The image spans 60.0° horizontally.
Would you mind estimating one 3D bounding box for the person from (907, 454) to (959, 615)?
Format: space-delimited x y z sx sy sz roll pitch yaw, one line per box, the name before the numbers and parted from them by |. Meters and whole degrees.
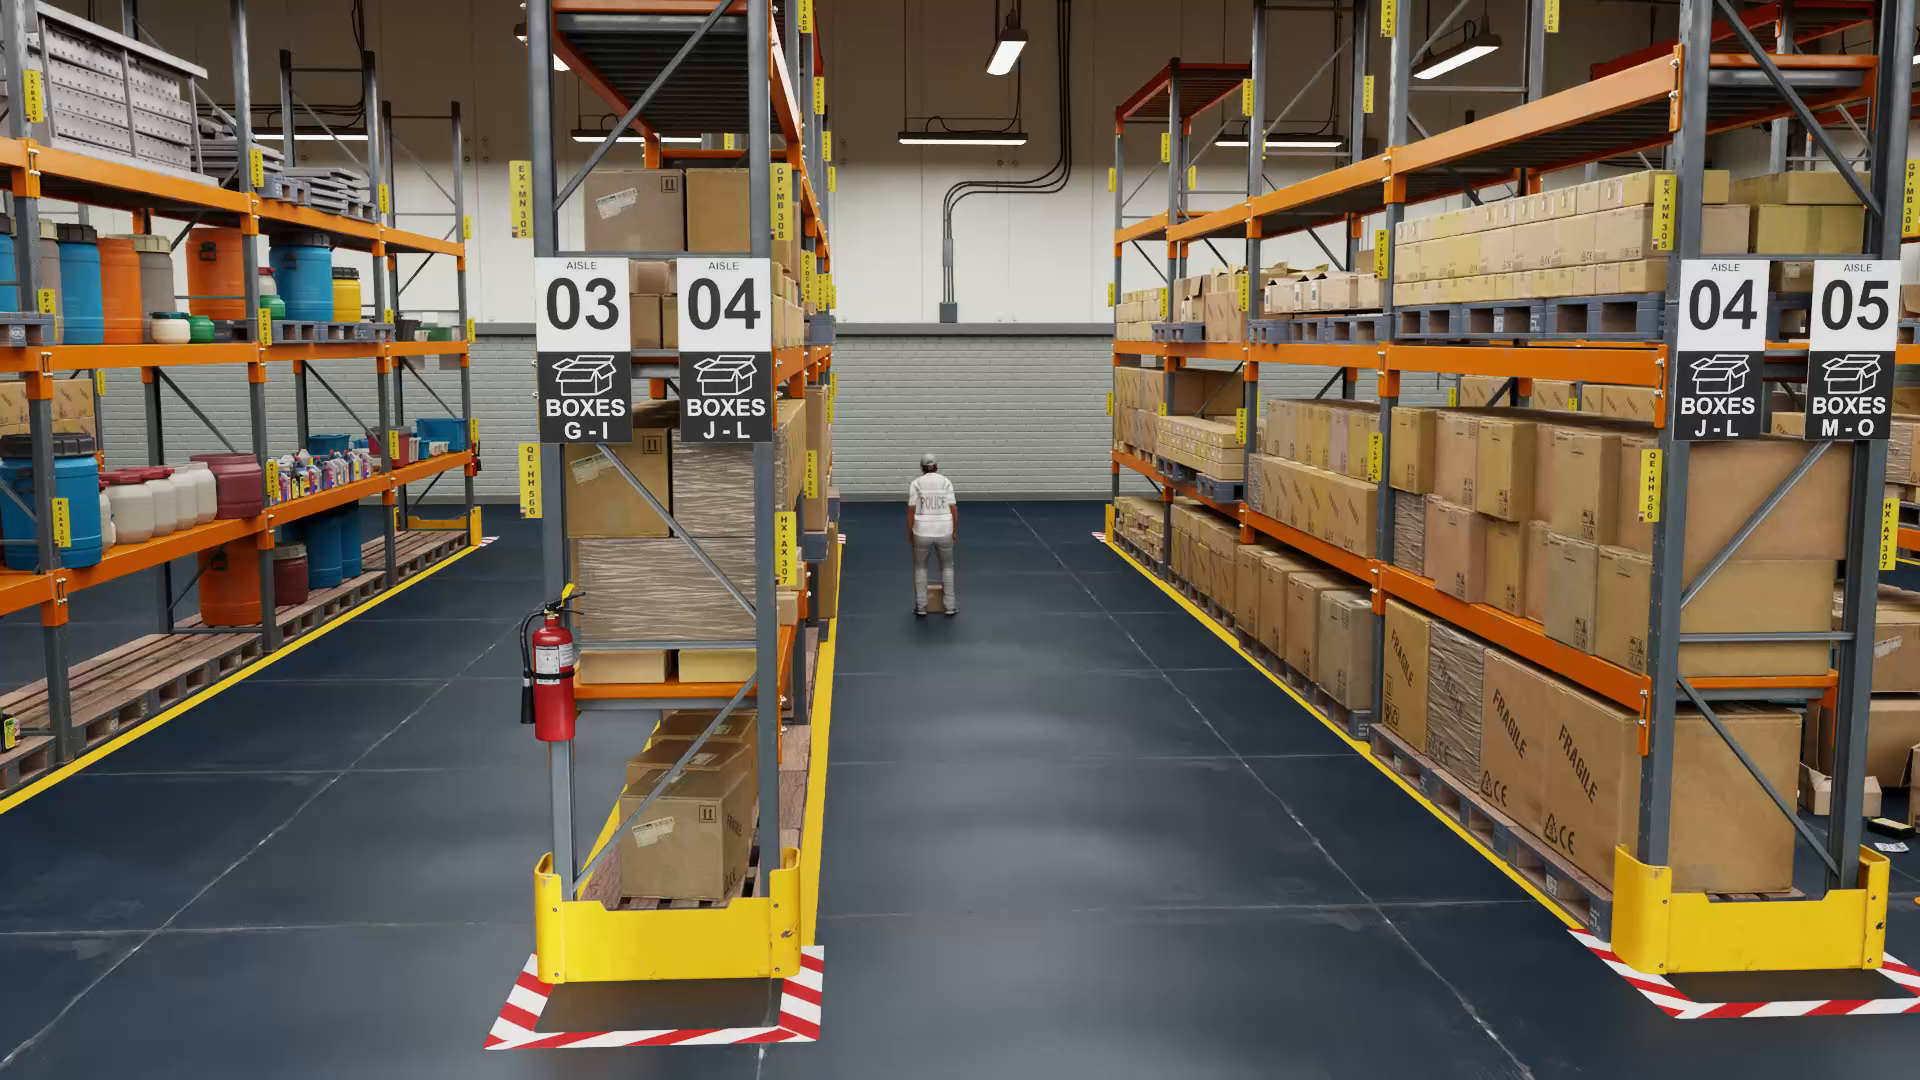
person | -0.280 -0.059 17.209 0.552 1.664 0.469 -1 7 -7
